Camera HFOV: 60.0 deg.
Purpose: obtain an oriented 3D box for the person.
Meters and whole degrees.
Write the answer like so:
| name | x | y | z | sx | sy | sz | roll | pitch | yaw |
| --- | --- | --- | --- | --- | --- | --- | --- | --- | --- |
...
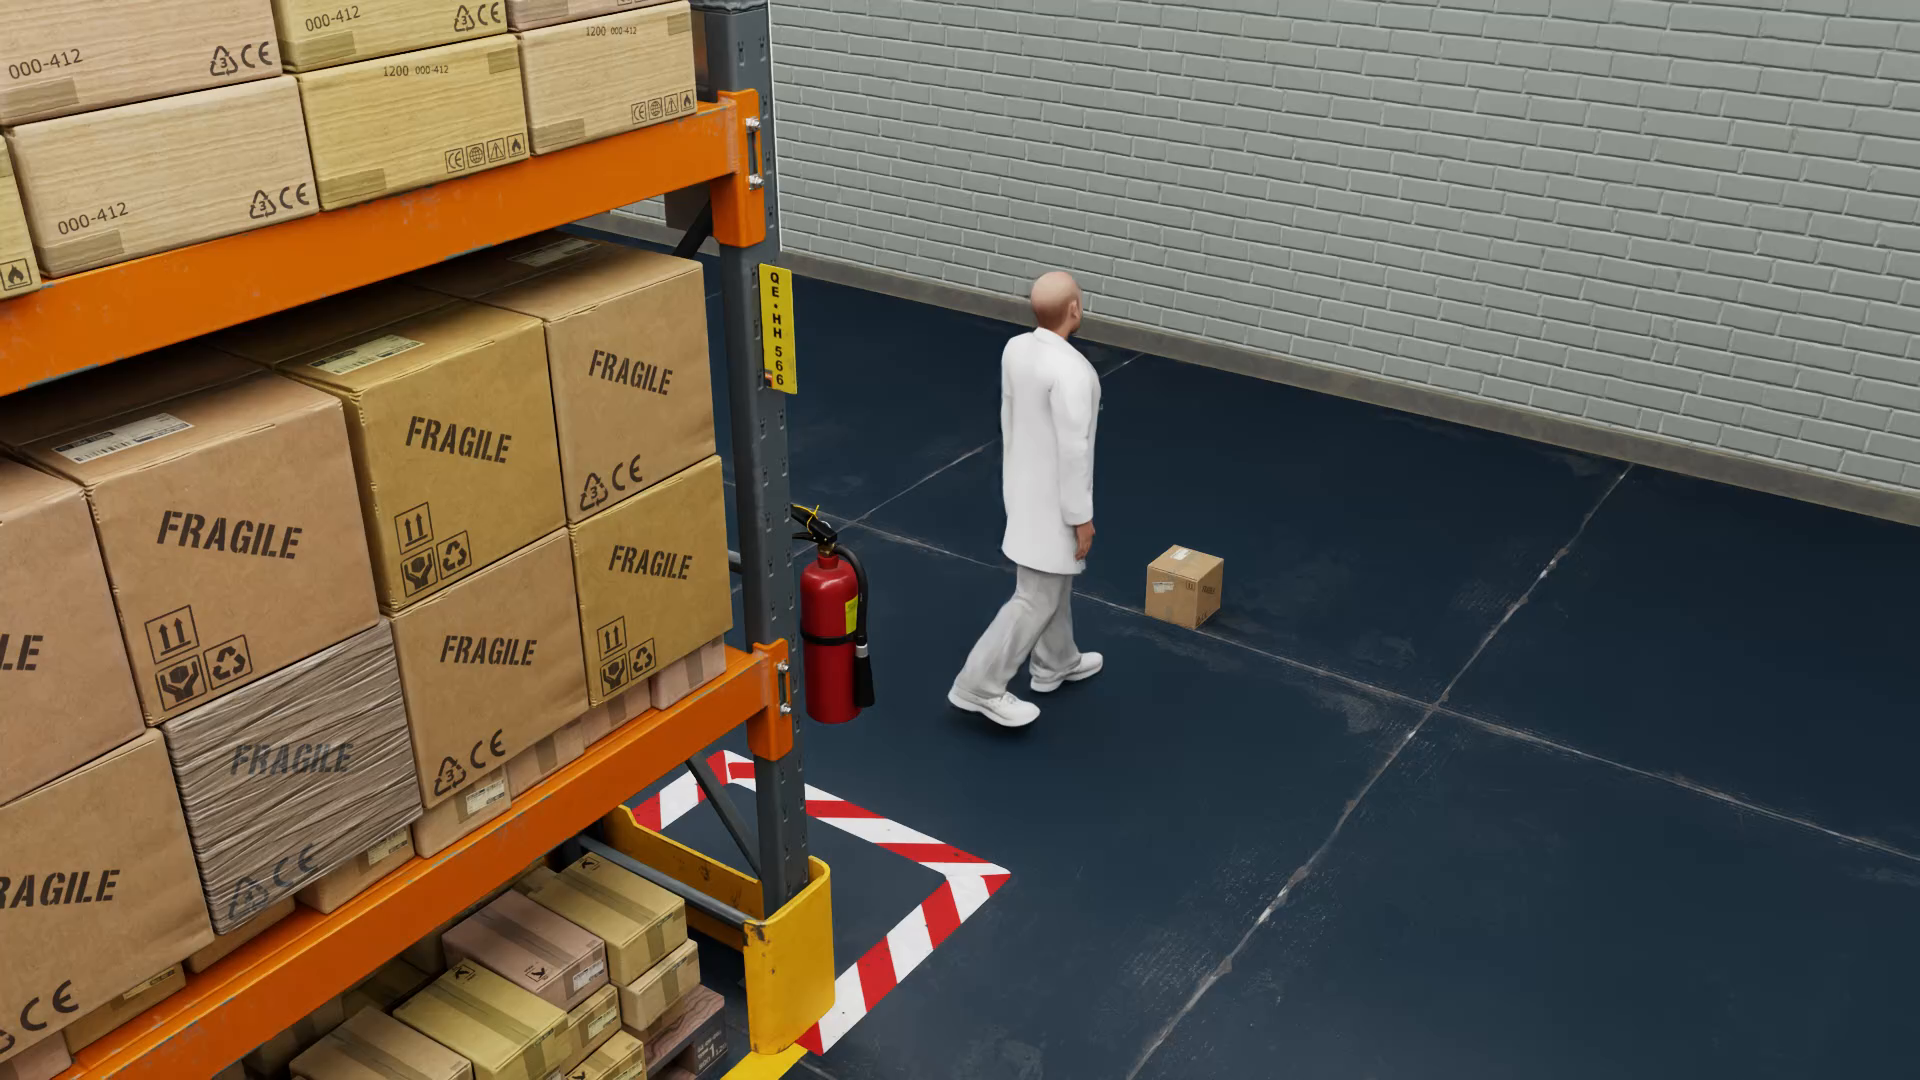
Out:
| name | x | y | z | sx | sy | sz | roll | pitch | yaw |
| --- | --- | --- | --- | --- | --- | --- | --- | --- | --- |
| person | 0.293 | -0.146 | 6.414 | 0.761 | 1.776 | 0.611 | -10 | 28 | -18 |
